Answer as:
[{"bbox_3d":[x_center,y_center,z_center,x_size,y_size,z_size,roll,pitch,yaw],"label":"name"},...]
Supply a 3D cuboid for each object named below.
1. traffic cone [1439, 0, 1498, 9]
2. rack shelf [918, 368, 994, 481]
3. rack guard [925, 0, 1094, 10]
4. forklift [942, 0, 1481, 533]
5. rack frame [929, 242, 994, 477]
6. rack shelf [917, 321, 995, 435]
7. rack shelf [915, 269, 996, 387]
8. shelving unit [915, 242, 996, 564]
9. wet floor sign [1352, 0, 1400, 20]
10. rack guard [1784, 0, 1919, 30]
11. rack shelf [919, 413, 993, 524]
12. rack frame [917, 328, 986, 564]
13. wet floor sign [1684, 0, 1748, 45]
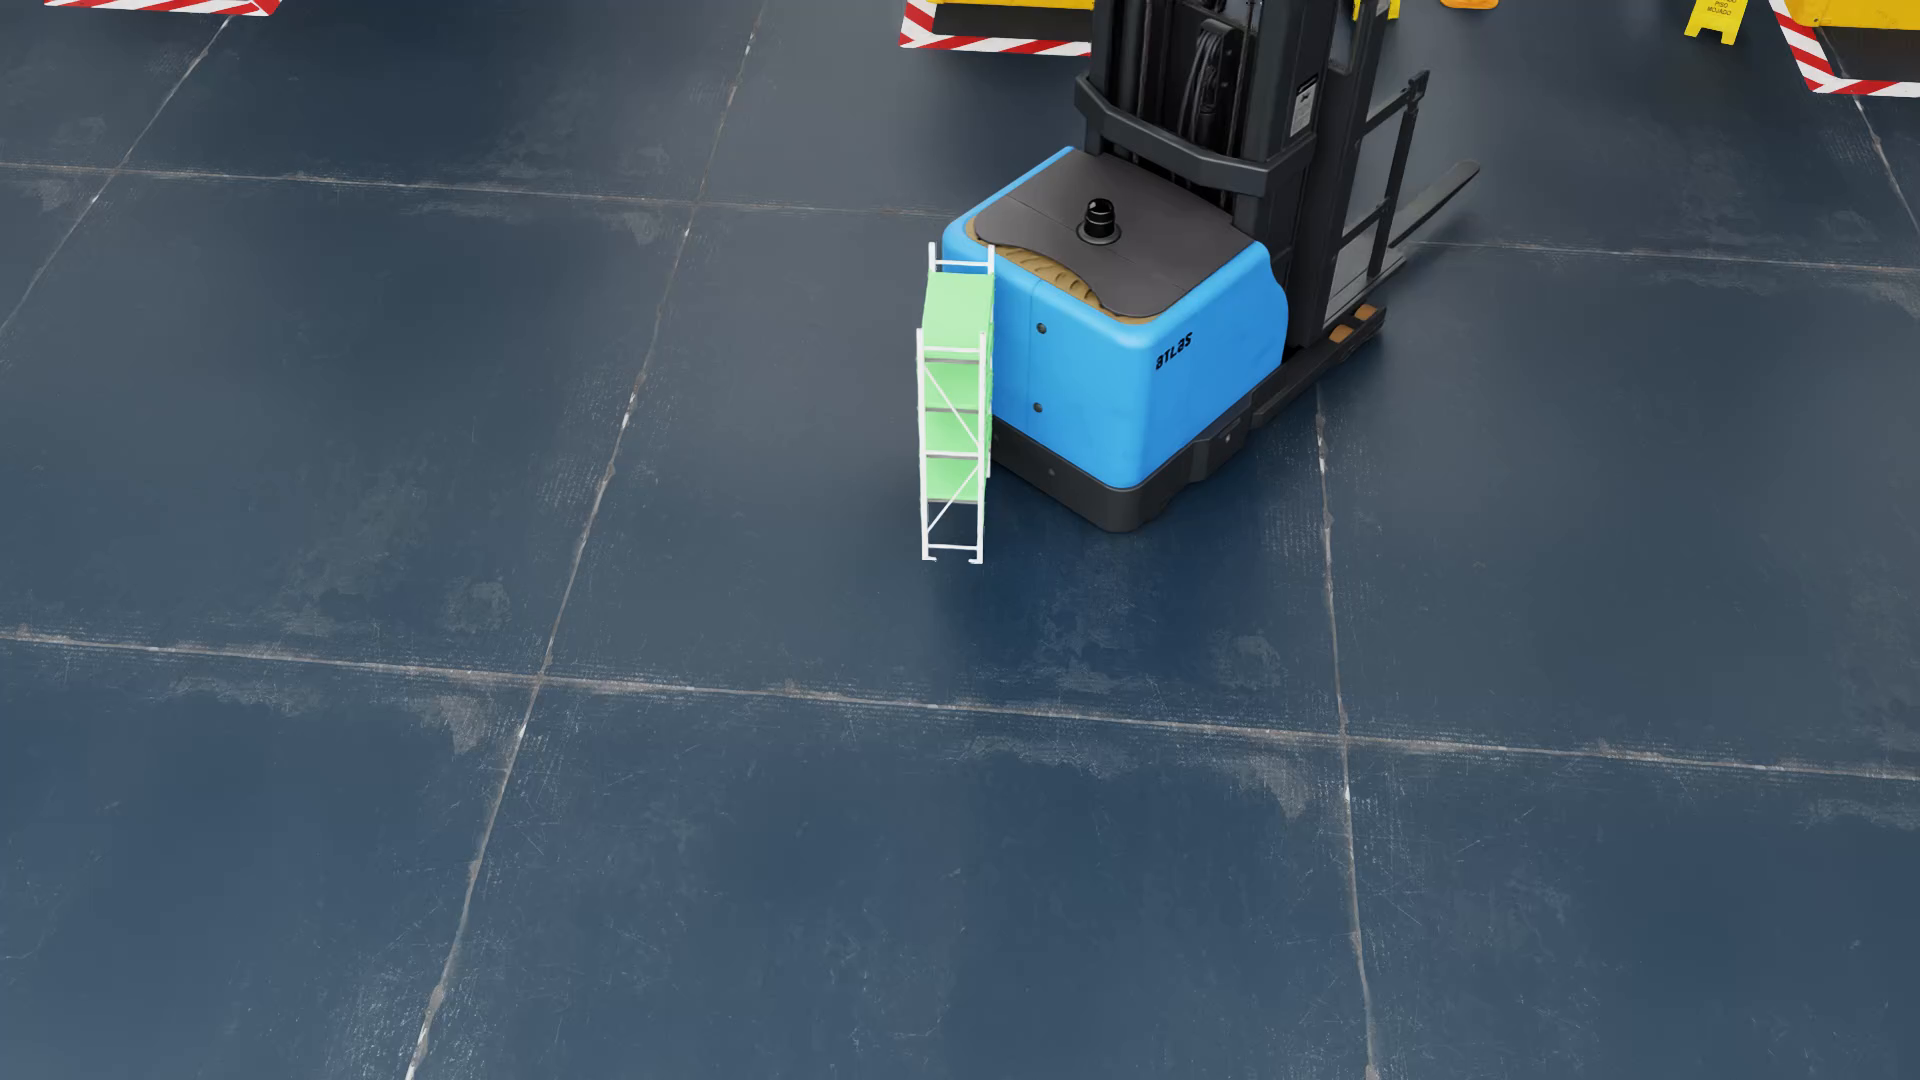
[{"bbox_3d":[2.940,-3.326,9.479,0.336,0.463,0.334,4,48,4],"label":"traffic cone"},{"bbox_3d":[-0.012,-0.457,6.442,0.258,0.148,0.480,3,48,3],"label":"rack shelf"},{"bbox_3d":[0.381,-3.352,9.477,1.175,0.500,0.348,4,48,4],"label":"rack guard"},{"bbox_3d":[1.281,-2.022,6.613,1.130,2.935,3.031,34,56,27],"label":"forklift"},{"bbox_3d":[0.006,-0.680,6.559,0.240,1.200,0.015,3,48,3],"label":"rack frame"},{"bbox_3d":[-0.012,-0.619,6.265,0.258,0.148,0.480,3,48,3],"label":"rack shelf"},{"bbox_3d":[-0.012,-0.781,6.088,0.258,0.148,0.480,3,48,3],"label":"rack shelf"},{"bbox_3d":[-0.012,-0.500,6.395,0.258,1.200,0.503,3,48,3],"label":"shelving unit"},{"bbox_3d":[2.352,-3.265,9.299,0.267,0.644,0.232,-4,48,-3],"label":"wet floor sign"},{"bbox_3d":[5.328,-3.167,9.308,1.175,0.500,0.348,4,48,4],"label":"rack guard"},{"bbox_3d":[-0.012,-0.295,6.619,0.258,0.148,0.480,3,48,3],"label":"rack shelf"},{"bbox_3d":[-0.030,-0.321,6.230,0.240,1.200,0.015,3,48,3],"label":"rack frame"},{"bbox_3d":[4.239,-3.093,9.141,0.267,0.644,0.232,19,50,17],"label":"wet floor sign"}]
